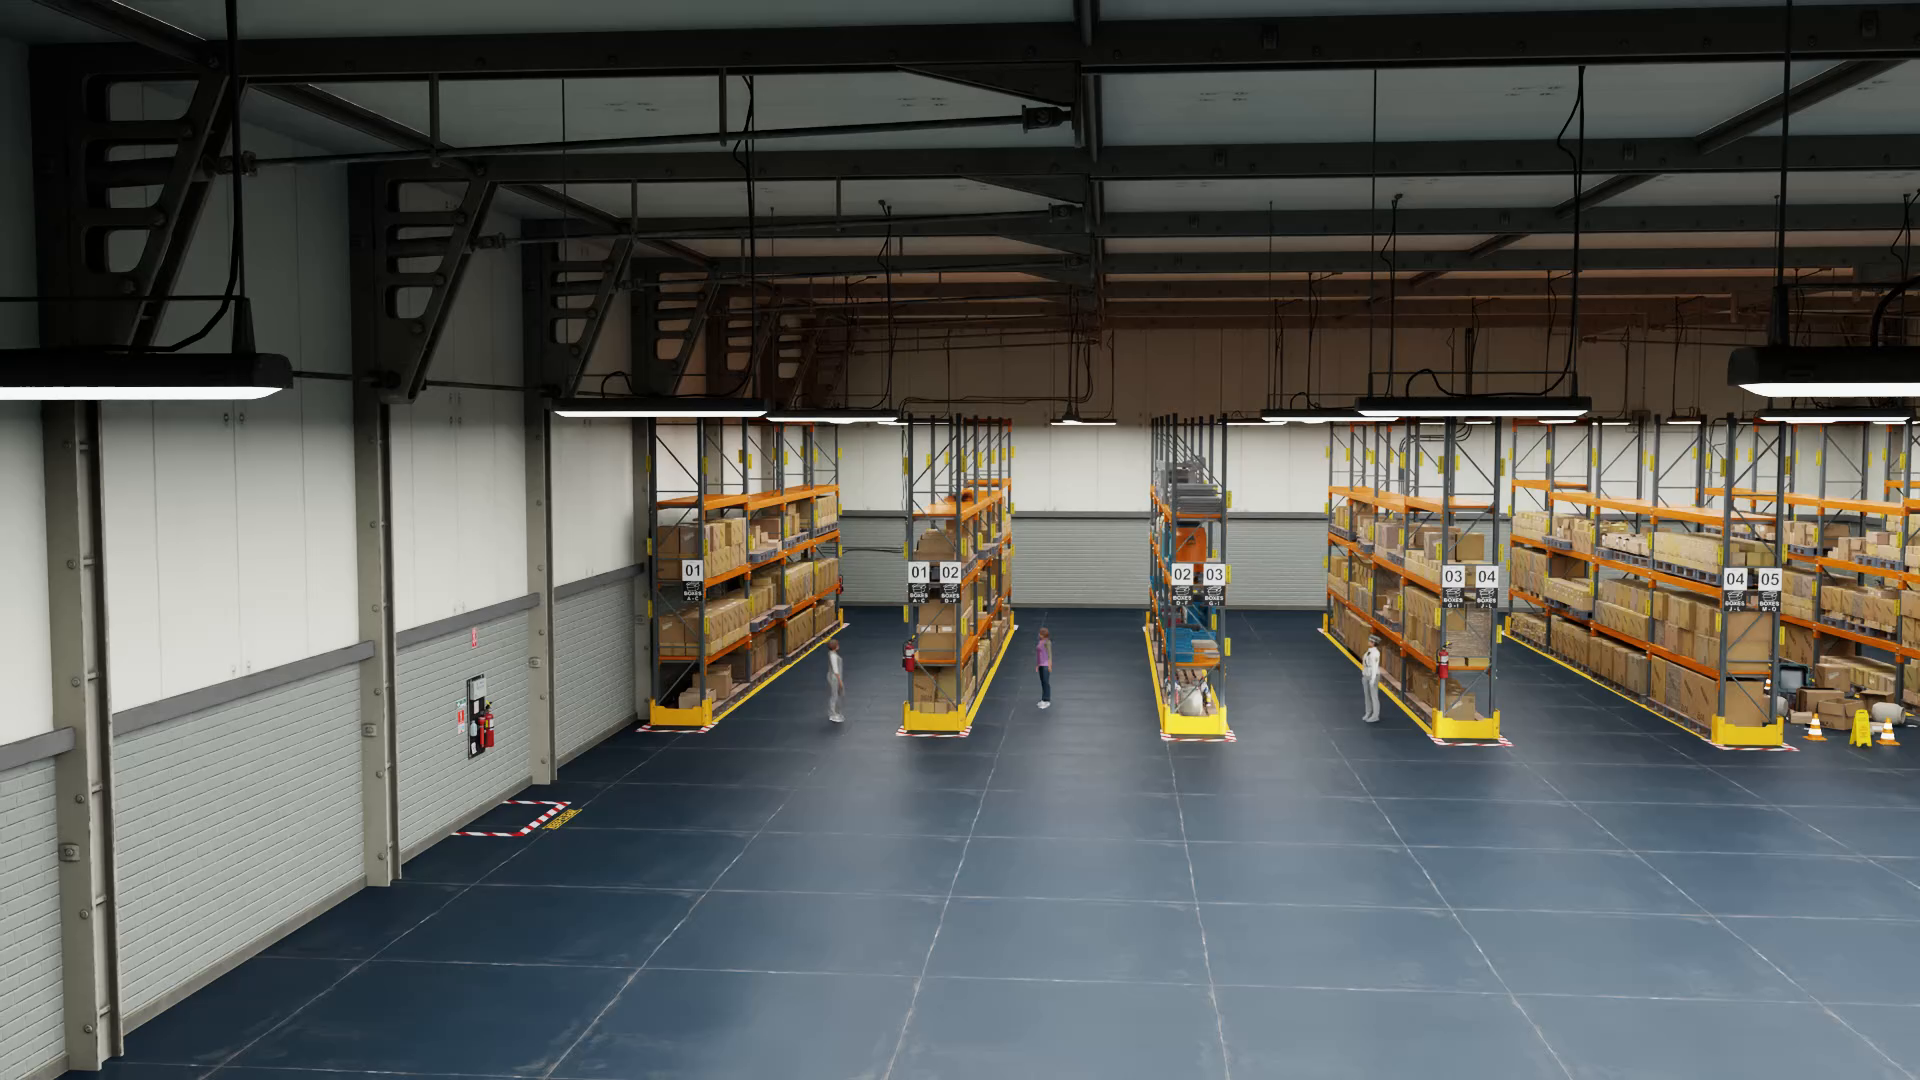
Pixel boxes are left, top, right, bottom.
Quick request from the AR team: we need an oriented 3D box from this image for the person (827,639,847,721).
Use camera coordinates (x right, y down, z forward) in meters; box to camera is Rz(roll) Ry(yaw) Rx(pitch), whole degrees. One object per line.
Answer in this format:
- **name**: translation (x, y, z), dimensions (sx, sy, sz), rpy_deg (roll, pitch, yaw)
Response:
- **person**: translation (-2.425, 2.756, 32.502), dimensions (0.359, 1.645, 0.437), rpy_deg (0, 4, 7)

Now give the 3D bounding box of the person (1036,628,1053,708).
- **person**: translation (1.721, 2.618, 34.249), dimensions (0.387, 1.611, 0.532), rpy_deg (-1, 4, -19)

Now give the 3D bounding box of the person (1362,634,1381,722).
- **person**: translation (8.050, 2.693, 32.571), dimensions (0.387, 1.694, 0.482), rpy_deg (-1, 4, -21)
